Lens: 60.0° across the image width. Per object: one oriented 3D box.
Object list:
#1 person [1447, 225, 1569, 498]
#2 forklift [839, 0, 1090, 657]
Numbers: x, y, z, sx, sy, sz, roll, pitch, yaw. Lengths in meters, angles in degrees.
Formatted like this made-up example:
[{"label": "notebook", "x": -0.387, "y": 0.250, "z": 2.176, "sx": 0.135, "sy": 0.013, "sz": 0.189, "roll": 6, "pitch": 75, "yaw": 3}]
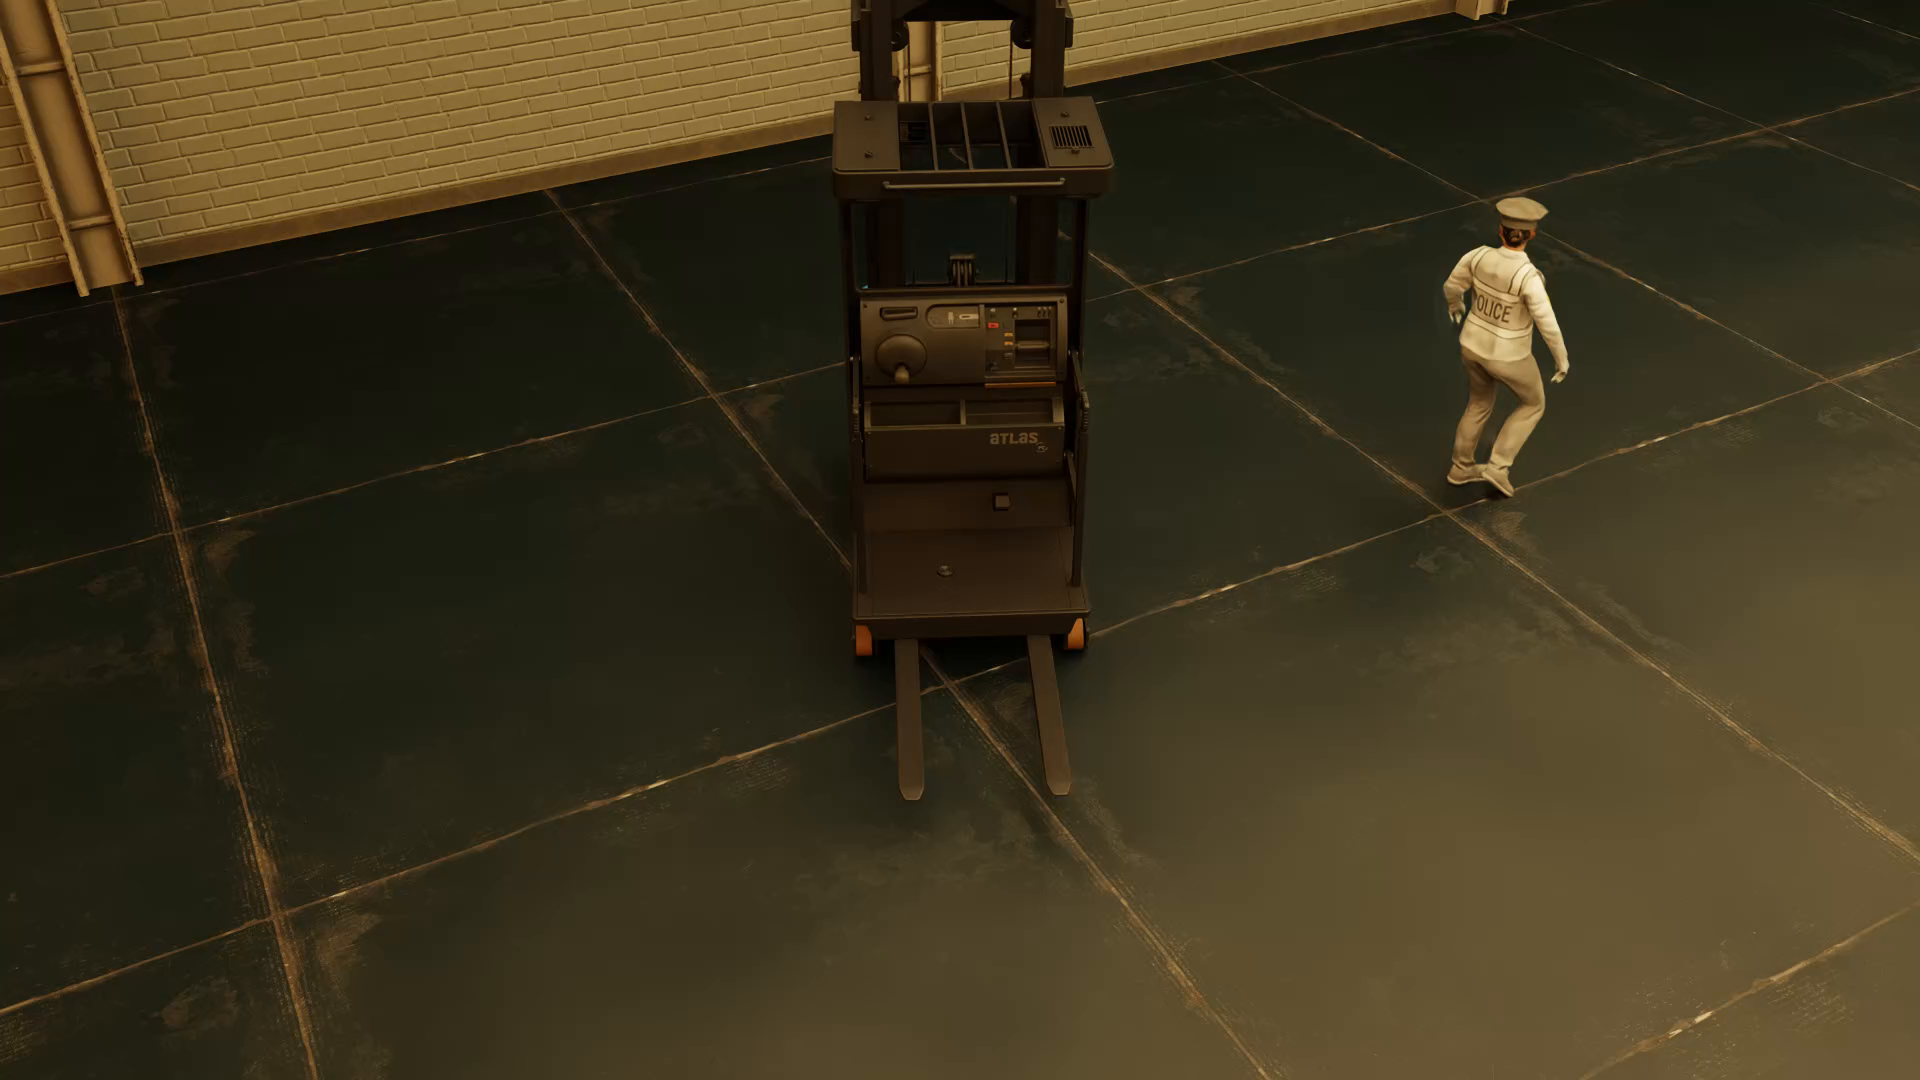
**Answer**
[{"label": "person", "x": 2.797, "y": -0.995, "z": 8.692, "sx": 0.435, "sy": 1.633, "sz": 0.738, "roll": -20, "pitch": 40, "yaw": -26}, {"label": "forklift", "x": 0.004, "y": -1.125, "z": 7.770, "sx": 1.129, "sy": 2.867, "sz": 1.939, "roll": -2, "pitch": 35, "yaw": -2}]
